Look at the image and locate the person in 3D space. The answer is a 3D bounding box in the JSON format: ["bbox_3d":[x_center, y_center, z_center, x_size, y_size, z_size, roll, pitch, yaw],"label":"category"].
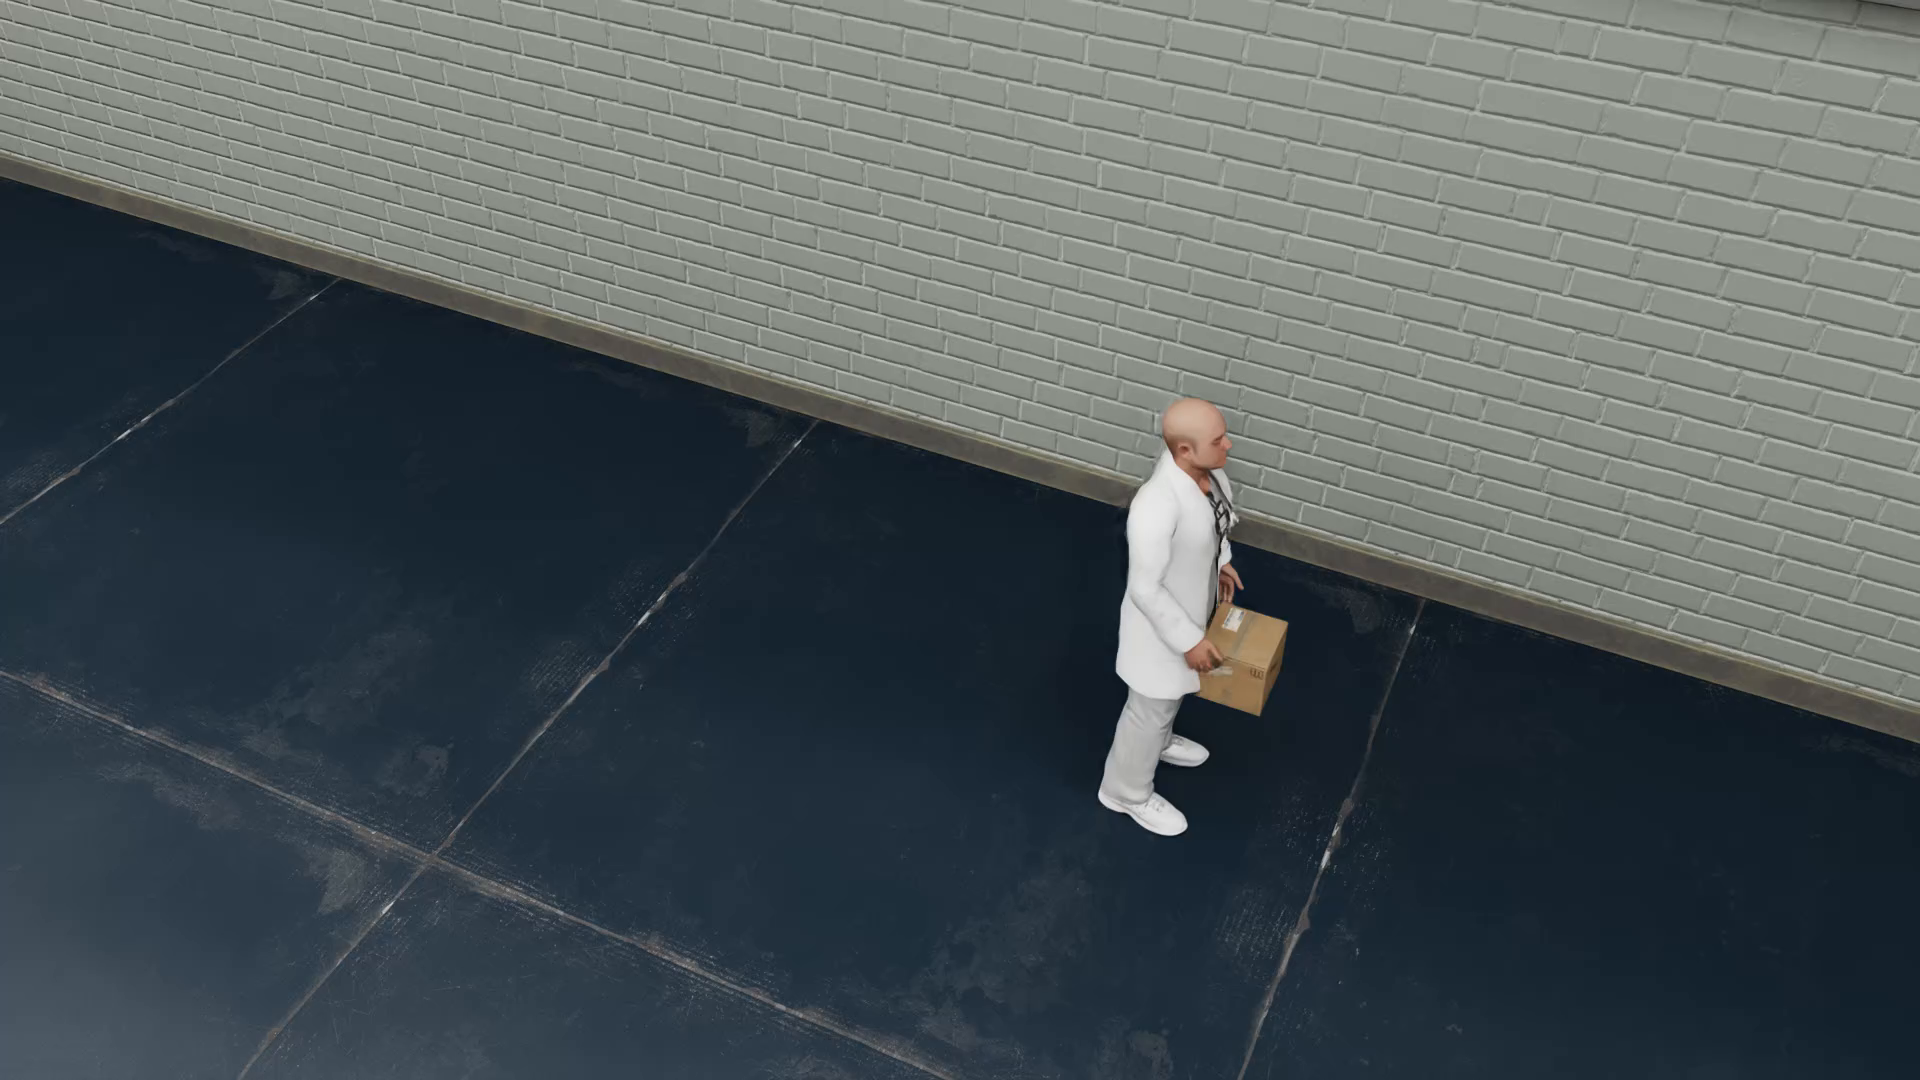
[{"bbox_3d":[0.777,0.246,5.886,0.436,1.779,0.651,17,44,19],"label":"person"}]
